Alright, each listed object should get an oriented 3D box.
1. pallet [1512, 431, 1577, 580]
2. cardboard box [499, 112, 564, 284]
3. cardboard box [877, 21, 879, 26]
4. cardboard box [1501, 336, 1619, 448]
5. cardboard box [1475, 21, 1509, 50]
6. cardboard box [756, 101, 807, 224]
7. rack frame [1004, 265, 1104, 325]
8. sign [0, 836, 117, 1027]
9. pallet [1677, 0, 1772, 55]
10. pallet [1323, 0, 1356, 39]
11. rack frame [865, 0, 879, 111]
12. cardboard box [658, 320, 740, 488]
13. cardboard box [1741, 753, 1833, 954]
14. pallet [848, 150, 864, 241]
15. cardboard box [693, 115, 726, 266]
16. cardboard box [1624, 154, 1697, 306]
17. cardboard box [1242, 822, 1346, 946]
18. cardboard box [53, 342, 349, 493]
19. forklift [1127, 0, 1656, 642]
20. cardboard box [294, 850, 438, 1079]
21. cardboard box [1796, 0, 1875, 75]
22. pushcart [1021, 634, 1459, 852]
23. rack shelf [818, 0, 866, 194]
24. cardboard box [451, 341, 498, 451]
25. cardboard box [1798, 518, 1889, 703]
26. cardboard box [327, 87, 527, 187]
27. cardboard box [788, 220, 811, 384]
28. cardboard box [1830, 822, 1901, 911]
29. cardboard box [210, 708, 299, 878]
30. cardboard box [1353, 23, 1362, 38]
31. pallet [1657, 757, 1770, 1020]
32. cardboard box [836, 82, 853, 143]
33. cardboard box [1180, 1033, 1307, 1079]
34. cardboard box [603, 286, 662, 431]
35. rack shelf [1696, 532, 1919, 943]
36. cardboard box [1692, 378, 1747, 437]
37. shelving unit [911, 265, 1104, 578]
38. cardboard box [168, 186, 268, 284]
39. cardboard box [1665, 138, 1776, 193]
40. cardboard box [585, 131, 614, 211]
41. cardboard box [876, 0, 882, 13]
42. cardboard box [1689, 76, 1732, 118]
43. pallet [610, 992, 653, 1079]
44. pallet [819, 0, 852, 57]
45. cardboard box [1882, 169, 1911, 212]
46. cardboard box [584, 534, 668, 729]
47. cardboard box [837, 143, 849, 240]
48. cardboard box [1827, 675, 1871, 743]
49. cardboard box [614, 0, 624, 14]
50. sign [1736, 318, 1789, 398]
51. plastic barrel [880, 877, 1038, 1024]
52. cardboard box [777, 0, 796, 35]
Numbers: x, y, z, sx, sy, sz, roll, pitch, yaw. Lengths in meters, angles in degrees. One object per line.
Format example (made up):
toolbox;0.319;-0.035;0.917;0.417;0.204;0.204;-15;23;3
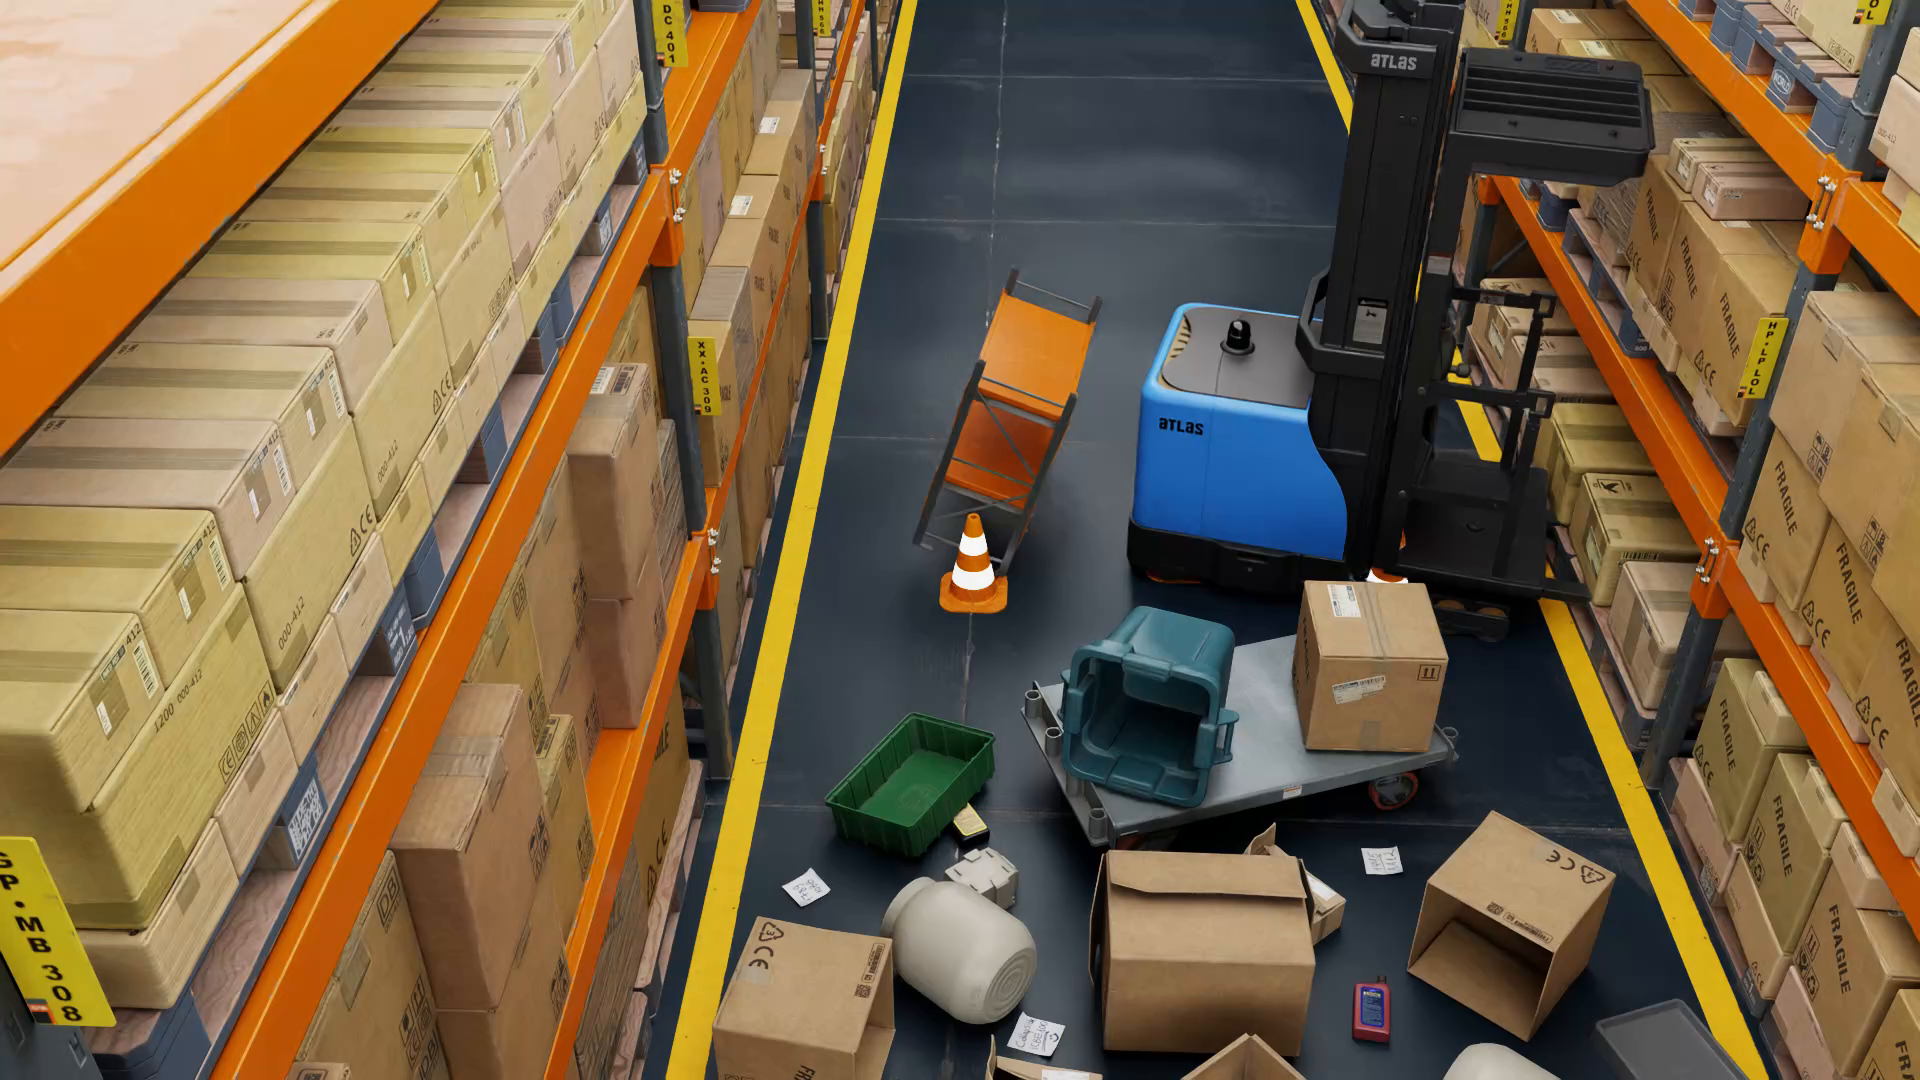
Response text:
pallet;3.532;-0.180;8.768;1.003;0.211;1.213;1;35;2
cardboard box;-1.300;-0.860;4.122;0.500;0.250;0.500;1;35;1
cardboard box;-0.908;-4.474;14.567;0.380;0.149;0.250;1;35;1
cardboard box;3.562;-0.817;9.169;0.950;0.372;0.625;1;35;1
cardboard box;3.382;-2.896;9.903;0.500;0.250;0.500;1;35;2
cardboard box;-1.105;-2.014;8.866;0.500;0.500;0.500;1;35;2
rack frame;0.343;-0.899;8.885;0.500;1.125;0.032;20;36;-1
sign;-1.101;0.470;1.980;0.100;0.325;0.005;1;35;2
pallet;3.626;-2.269;6.870;1.213;0.211;1.003;1;35;2
pallet;3.932;-4.764;15.290;1.003;0.211;1.213;1;35;2
rack frame;-1.173;-4.823;12.949;1.000;3.000;0.127;1;35;2
cardboard box;-1.204;-0.564;6.802;0.500;0.500;0.500;2;35;2
cardboard box;3.153;1.117;5.872;0.500;0.500;0.500;3;35;4
pallet;-1.249;-2.532;12.115;1.003;0.211;1.213;1;35;2
cardboard box;-1.441;-1.548;7.333;0.700;0.500;0.500;2;35;2
cardboard box;3.290;-1.357;7.307;0.500;0.500;0.500;2;35;4
cardboard box;1.279;1.367;6.520;0.258;0.266;0.396;-24;42;-30
cardboard box;-1.292;-0.213;2.854;0.380;0.149;0.250;2;35;2
forklift;2.424;-1.052;7.644;3.031;2.935;1.130;10;36;14
cardboard box;-1.671;1.038;3.541;0.875;0.550;0.550;1;35;2
cardboard box;3.335;-1.847;5.872;0.500;0.250;0.500;1;35;1
pushcart;1.176;0.878;7.118;1.648;0.377;0.936;-10;36;-14
rack shelf;-1.253;-3.380;11.521;1.077;0.370;4.000;1;35;2
cardboard box;-1.261;-0.327;3.709;0.380;0.149;0.250;2;35;2
cardboard box;3.163;0.202;5.454;0.500;0.500;0.500;1;35;2
cardboard box;-1.242;-0.948;3.899;0.380;0.149;0.250;1;35;1
cardboard box;-1.448;-1.428;9.711;1.050;0.750;0.750;1;35;1
cardboard box;3.071;1.064;5.383;0.380;0.149;0.250;3;35;5
cardboard box;-1.311;0.398;2.678;0.380;0.149;0.250;2;35;2
cardboard box;3.945;-4.763;14.727;0.875;0.438;0.875;0;35;0
pallet;3.464;1.357;6.581;1.003;0.211;1.213;1;35;2
cardboard box;-1.011;-2.947;11.436;0.500;0.250;0.500;2;35;2
cardboard box;0.836;2.081;5.296;0.797;0.503;0.637;-24;42;-30
cardboard box;-1.543;-0.519;5.755;0.875;0.550;0.550;1;35;2
rack shelf;3.375;1.273;4.901;1.077;0.370;4.000;1;35;2
cardboard box;3.201;-0.541;6.711;0.380;0.149;0.250;2;35;3
shelving unit;0.249;-0.613;8.475;0.538;1.125;1.048;20;36;-1
cardboard box;-1.852;-0.582;3.726;0.500;0.250;0.500;2;35;2
cardboard box;3.251;-1.595;7.081;0.380;0.149;0.250;0;35;0
cardboard box;-1.208;-1.054;4.744;0.380;0.149;0.250;2;35;3
cardboard box;-0.896;-4.752;14.704;0.380;0.149;0.250;3;35;4
cardboard box;3.847;-1.948;8.148;0.500;0.500;0.500;-1;35;-1
pallet;-1.649;2.052;5.592;1.003;0.211;1.213;1;35;2
pallet;-1.295;-3.585;11.354;1.003;0.211;1.213;1;35;2
cardboard box;3.196;-1.120;5.290;0.380;0.149;0.250;1;35;1
cardboard box;-1.497;0.241;5.614;0.875;0.550;0.550;1;35;2
cardboard box;-1.034;-2.363;11.258;0.500;0.500;0.500;2;35;2
cardboard box;3.139;0.547;5.527;0.380;0.149;0.250;2;35;3
cardboard box;-1.190;-1.673;4.931;0.380;0.149;0.250;1;35;1
sign;2.901;-0.655;6.012;0.100;0.325;0.005;1;35;2
plastic barrel;-0.007;1.515;6.172;0.512;0.421;0.421;28;44;33
cardboard box;-1.121;-3.101;9.835;0.380;0.149;0.250;1;35;2
